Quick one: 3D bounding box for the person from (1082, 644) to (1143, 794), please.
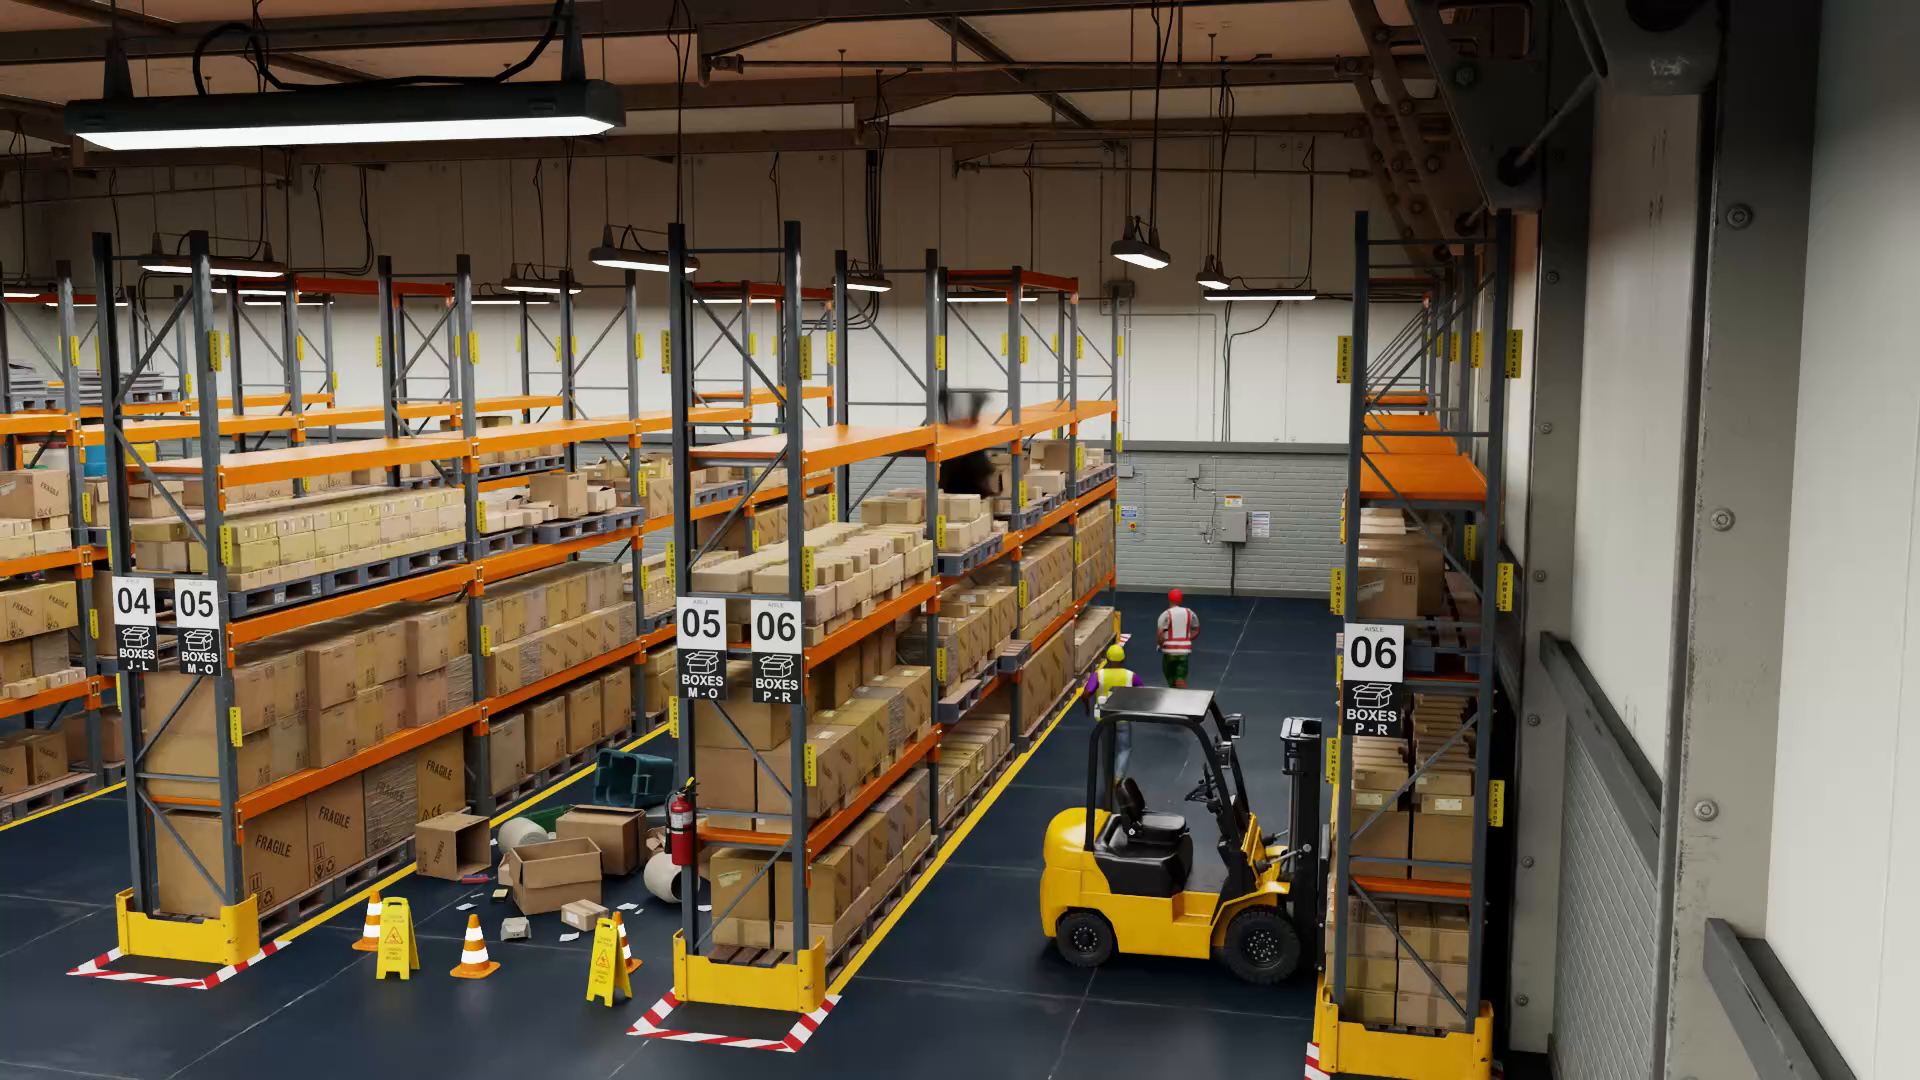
[{"bbox_3d":[1.733,2.024,18.643,0.705,1.746,0.931,1,7,10],"label":"person"}]

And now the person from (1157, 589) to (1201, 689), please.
[{"bbox_3d":[2.996,1.549,22.699,0.638,1.737,0.681,-1,7,-6],"label":"person"}]
